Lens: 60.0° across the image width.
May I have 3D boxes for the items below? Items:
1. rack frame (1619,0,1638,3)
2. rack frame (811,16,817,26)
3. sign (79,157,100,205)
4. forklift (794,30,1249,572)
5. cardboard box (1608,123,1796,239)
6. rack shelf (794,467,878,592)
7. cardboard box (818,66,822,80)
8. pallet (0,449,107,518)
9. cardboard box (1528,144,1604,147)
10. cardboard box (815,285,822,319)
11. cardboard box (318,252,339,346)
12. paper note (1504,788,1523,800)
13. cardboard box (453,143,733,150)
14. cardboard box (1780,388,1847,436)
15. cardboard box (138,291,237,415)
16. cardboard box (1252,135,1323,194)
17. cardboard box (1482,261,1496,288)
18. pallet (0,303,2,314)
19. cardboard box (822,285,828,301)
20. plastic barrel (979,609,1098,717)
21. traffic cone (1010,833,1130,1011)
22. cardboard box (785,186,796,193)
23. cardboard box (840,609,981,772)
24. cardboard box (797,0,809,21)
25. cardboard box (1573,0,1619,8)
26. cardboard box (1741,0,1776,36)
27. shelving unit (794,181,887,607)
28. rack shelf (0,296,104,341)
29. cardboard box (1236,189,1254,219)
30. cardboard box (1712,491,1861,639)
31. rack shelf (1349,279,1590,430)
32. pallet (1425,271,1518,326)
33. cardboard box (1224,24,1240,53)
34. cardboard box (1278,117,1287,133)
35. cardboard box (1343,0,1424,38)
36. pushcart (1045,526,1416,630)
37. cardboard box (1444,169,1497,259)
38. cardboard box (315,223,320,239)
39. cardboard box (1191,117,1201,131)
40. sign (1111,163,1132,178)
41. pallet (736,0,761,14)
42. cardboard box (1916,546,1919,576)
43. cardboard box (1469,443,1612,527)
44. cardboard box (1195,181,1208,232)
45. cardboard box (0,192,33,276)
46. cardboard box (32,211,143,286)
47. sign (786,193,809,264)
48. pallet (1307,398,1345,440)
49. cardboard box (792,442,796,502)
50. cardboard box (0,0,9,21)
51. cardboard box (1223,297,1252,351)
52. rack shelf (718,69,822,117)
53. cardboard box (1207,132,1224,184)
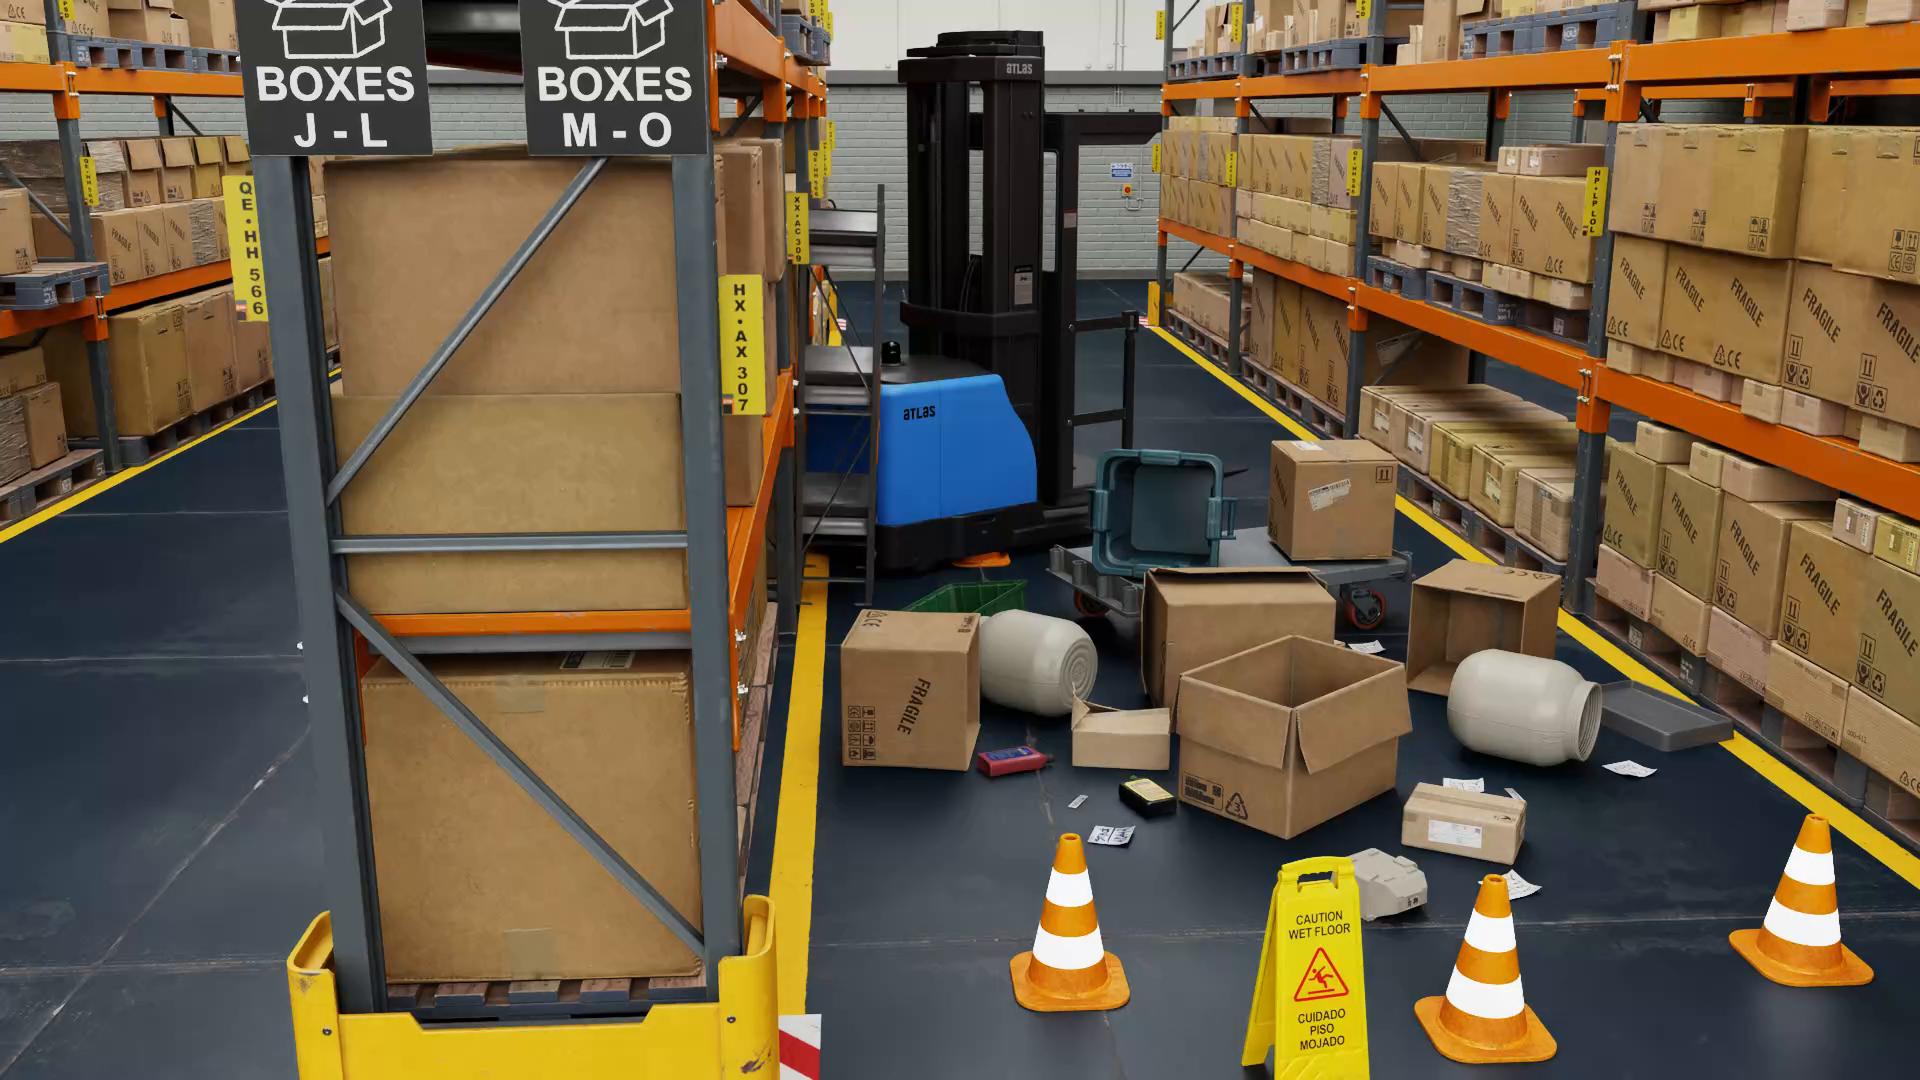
[{"bbox_3d":[3.625,-3.990,7.476,1.000,3.000,0.127,-1,14,-3],"label":"rack frame"},{"bbox_3d":[-1.805,-5.878,14.814,1.000,3.000,0.127,-1,14,-3],"label":"rack frame"},{"bbox_3d":[-5.973,-2.460,11.402,0.100,0.325,0.005,-1,14,-3],"label":"sign"},{"bbox_3d":[0.499,-1.513,10.025,3.031,2.935,1.130,-11,18,-36],"label":"forklift"},{"bbox_3d":[3.436,-1.649,7.611,0.700,0.500,0.500,-1,14,-4],"label":"cardboard box"},{"bbox_3d":[-0.654,-0.065,8.758,0.431,0.518,0.480,2,23,-3],"label":"rack shelf"},{"bbox_3d":[-1.570,-4.472,15.670,0.500,0.250,0.500,0,14,-1],"label":"cardboard box"},{"bbox_3d":[-6.467,-0.382,11.087,1.003,0.211,1.213,-1,14,-3],"label":"pallet"},{"bbox_3d":[3.760,-2.387,10.343,0.380,0.149,0.250,-2,15,-6],"label":"cardboard box"},{"bbox_3d":[-1.506,-2.148,15.022,0.500,0.250,0.500,-1,14,-5],"label":"cardboard box"},{"bbox_3d":[-6.778,-2.485,17.087,0.875,0.875,0.875,-1,14,-3],"label":"cardboard box"},{"bbox_3d":[2.091,0.961,6.272,0.032,0.001,0.123,-1,14,-3],"label":"paper note"},{"bbox_3d":[-1.233,-1.084,5.750,0.875,0.550,0.500,-1,14,-3],"label":"cardboard box"},{"bbox_3d":[3.438,-0.499,6.452,0.380,0.149,0.250,-1,14,-4],"label":"cardboard box"},{"bbox_3d":[-6.583,-1.495,13.238,1.225,0.875,0.875,-1,14,-3],"label":"cardboard box"},{"bbox_3d":[2.929,-3.367,14.886,0.500,0.500,0.500,-1,14,-4],"label":"cardboard box"},{"bbox_3d":[3.269,-1.544,9.670,0.380,0.149,0.250,-1,14,-3],"label":"cardboard box"},{"bbox_3d":[-6.350,-1.342,9.608,1.003,0.211,1.213,-1,14,-3],"label":"pallet"},{"bbox_3d":[-1.641,-2.694,18.161,0.380,0.149,0.250,0,14,-1],"label":"cardboard box"},{"bbox_3d":[0.292,0.523,7.145,0.512,0.421,0.421,10,18,35],"label":"plastic barrel"},{"bbox_3d":[0.323,1.086,4.877,0.336,0.463,0.334,-1,14,-3],"label":"traffic cone"},{"bbox_3d":[-1.422,-2.594,12.555,0.380,0.149,0.250,-1,14,-4],"label":"cardboard box"},{"bbox_3d":[-0.189,0.596,6.701,0.500,0.500,0.500,2,15,6],"label":"cardboard box"},{"bbox_3d":[-1.193,-3.384,10.275,0.500,0.311,0.500,-1,14,-3],"label":"cardboard box"},{"bbox_3d":[3.444,-2.811,8.372,0.500,0.250,0.500,-1,14,-5],"label":"cardboard box"},{"bbox_3d":[3.462,-2.146,6.831,0.380,0.149,0.250,0,14,-2],"label":"cardboard box"},{"bbox_3d":[-0.618,-0.723,8.485,0.431,2.100,0.503,2,23,-3],"label":"shelving unit"},{"bbox_3d":[-6.390,-1.081,9.651,1.077,0.370,4.000,-1,14,-3],"label":"rack shelf"},{"bbox_3d":[2.875,-3.130,15.470,0.500,0.250,0.500,-1,14,-5],"label":"cardboard box"},{"bbox_3d":[3.468,0.093,6.816,0.500,0.500,0.500,0,14,-1],"label":"cardboard box"},{"bbox_3d":[3.501,-1.234,10.246,1.077,0.370,4.000,-1,14,-3],"label":"rack shelf"},{"bbox_3d":[3.541,-1.495,10.203,1.003,0.211,1.213,-1,14,-3],"label":"pallet"},{"bbox_3d":[2.771,-4.868,16.132,0.396,0.266,0.258,0,14,-2],"label":"cardboard box"},{"bbox_3d":[3.337,-4.067,16.306,0.380,0.149,0.250,-1,14,-3],"label":"cardboard box"},{"bbox_3d":[3.203,-3.877,12.006,0.797,0.503,0.637,-2,15,-7],"label":"cardboard box"},{"bbox_3d":[1.353,0.233,8.365,1.648,0.377,0.936,-6,16,-23],"label":"pushcart"},{"bbox_3d":[3.276,-1.974,10.039,0.500,0.500,0.500,-1,14,-6],"label":"cardboard box"},{"bbox_3d":[-6.481,-3.009,16.207,0.380,0.149,0.250,0,14,-2],"label":"cardboard box"},{"bbox_3d":[2.681,-4.437,17.743,0.380,0.149,0.250,-1,14,-5],"label":"cardboard box"},{"bbox_3d":[2.457,-5.617,25.294,0.327,0.218,0.001,-1,14,-3],"label":"sign"},{"bbox_3d":[-1.196,-1.887,5.498,1.003,0.211,1.213,-1,14,-3],"label":"pallet"},{"bbox_3d":[3.473,0.075,5.582,0.380,0.149,0.250,0,14,-2],"label":"cardboard box"},{"bbox_3d":[3.542,-0.325,9.700,0.950,0.372,0.625,0,14,0],"label":"cardboard box"},{"bbox_3d":[2.763,-3.487,17.359,0.500,0.500,0.500,-1,14,-4],"label":"cardboard box"},{"bbox_3d":[-6.306,-1.908,10.377,0.700,0.500,0.500,1,14,5],"label":"cardboard box"},{"bbox_3d":[-6.272,-2.100,11.969,0.500,0.500,0.500,0,14,-2],"label":"cardboard box"},{"bbox_3d":[-0.755,-1.450,7.746,0.100,0.325,0.005,-1,14,-3],"label":"sign"},{"bbox_3d":[3.404,-0.927,13.204,1.003,0.211,1.213,-1,14,-3],"label":"pallet"},{"bbox_3d":[-1.493,-0.490,9.584,1.050,0.750,0.750,-1,14,-3],"label":"cardboard box"},{"bbox_3d":[-6.192,-3.428,10.105,0.500,0.500,0.500,-1,14,-4],"label":"cardboard box"},{"bbox_3d":[3.198,-2.195,16.836,0.875,0.438,0.875,-1,14,-4],"label":"cardboard box"},{"bbox_3d":[-1.681,-3.580,13.344,1.077,0.370,4.000,-1,14,-3],"label":"rack shelf"},{"bbox_3d":[2.801,-3.847,16.749,0.500,0.500,0.500,-1,14,-4],"label":"cardboard box"}]
